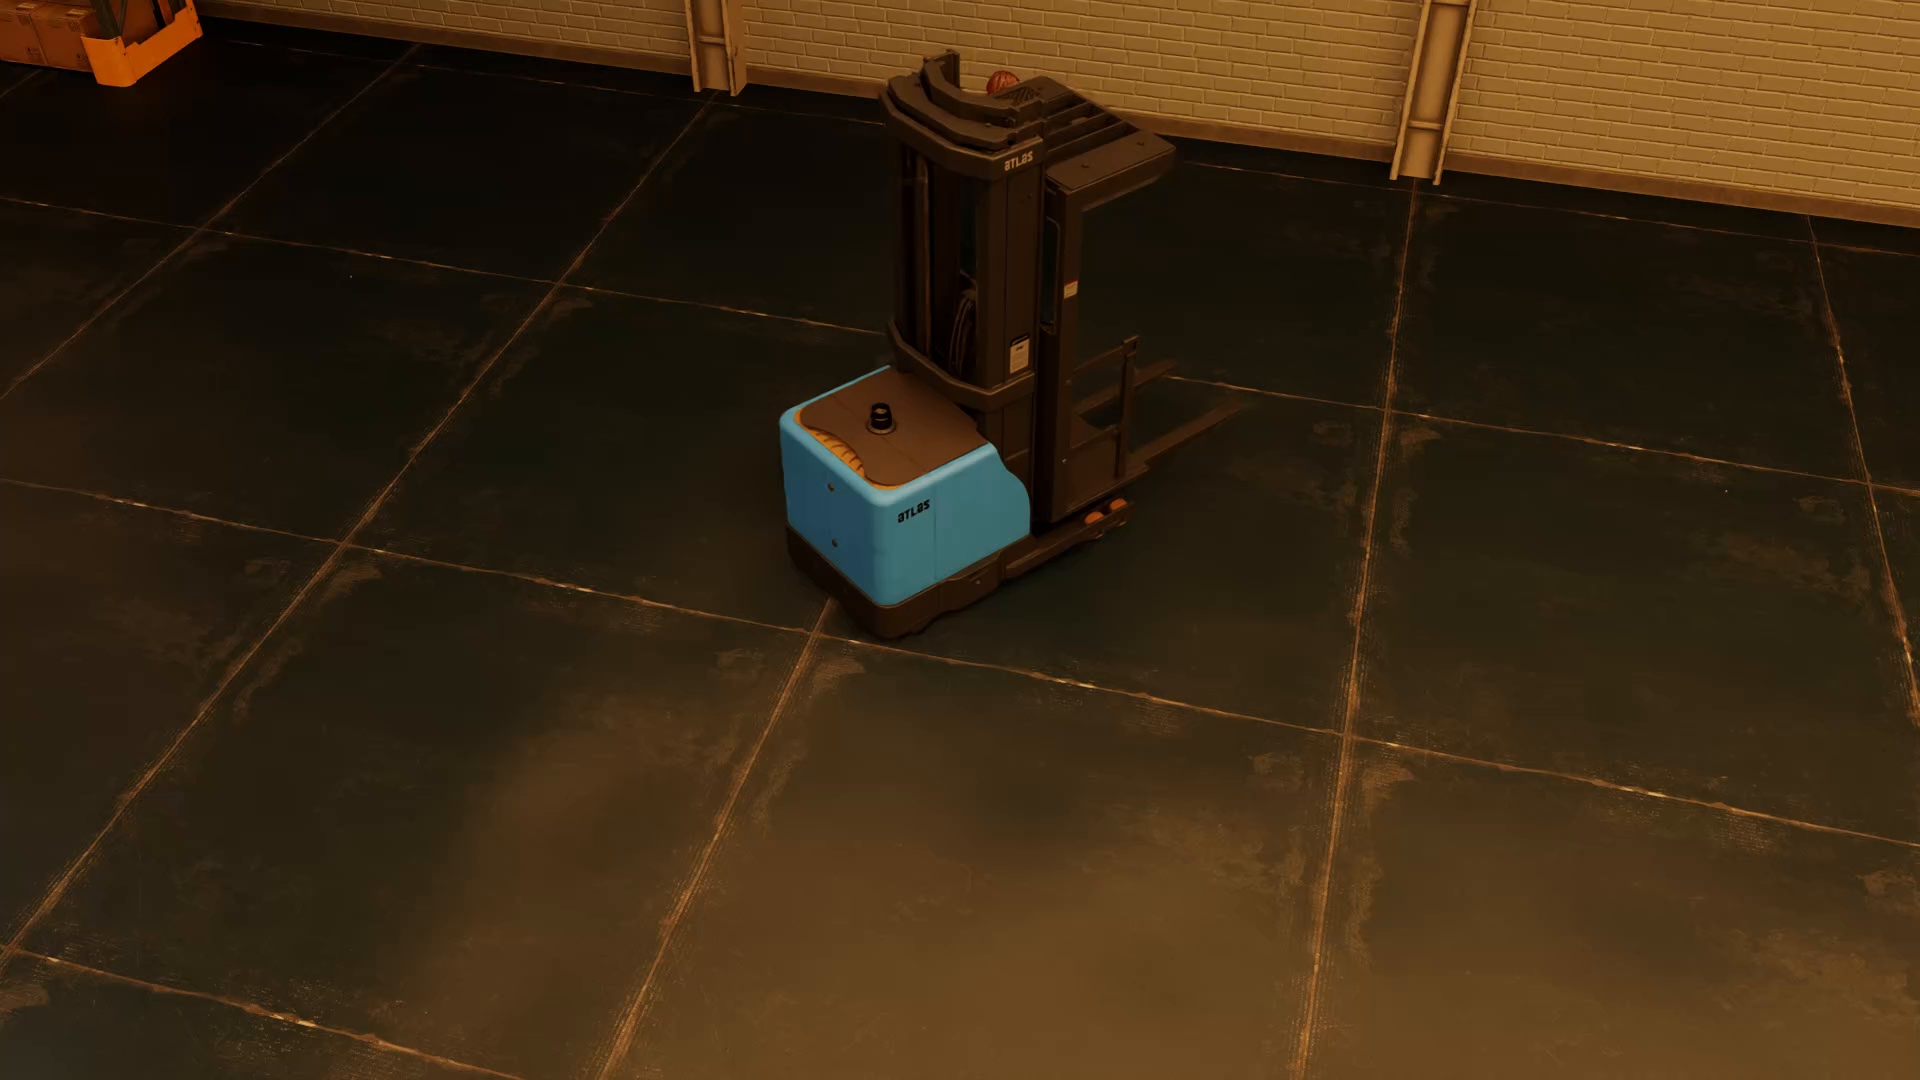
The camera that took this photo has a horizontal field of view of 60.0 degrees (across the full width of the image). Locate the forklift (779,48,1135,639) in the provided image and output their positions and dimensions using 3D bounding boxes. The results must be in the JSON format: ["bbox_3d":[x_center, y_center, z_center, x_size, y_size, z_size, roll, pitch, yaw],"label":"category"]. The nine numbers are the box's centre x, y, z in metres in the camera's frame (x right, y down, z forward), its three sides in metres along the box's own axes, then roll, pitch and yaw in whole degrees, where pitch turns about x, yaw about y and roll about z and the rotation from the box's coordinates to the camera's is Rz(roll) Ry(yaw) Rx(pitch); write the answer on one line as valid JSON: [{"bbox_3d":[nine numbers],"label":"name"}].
[{"bbox_3d":[0.441,-1.357,9.409,3.031,2.935,1.130,-28,48,-28],"label":"forklift"}]
